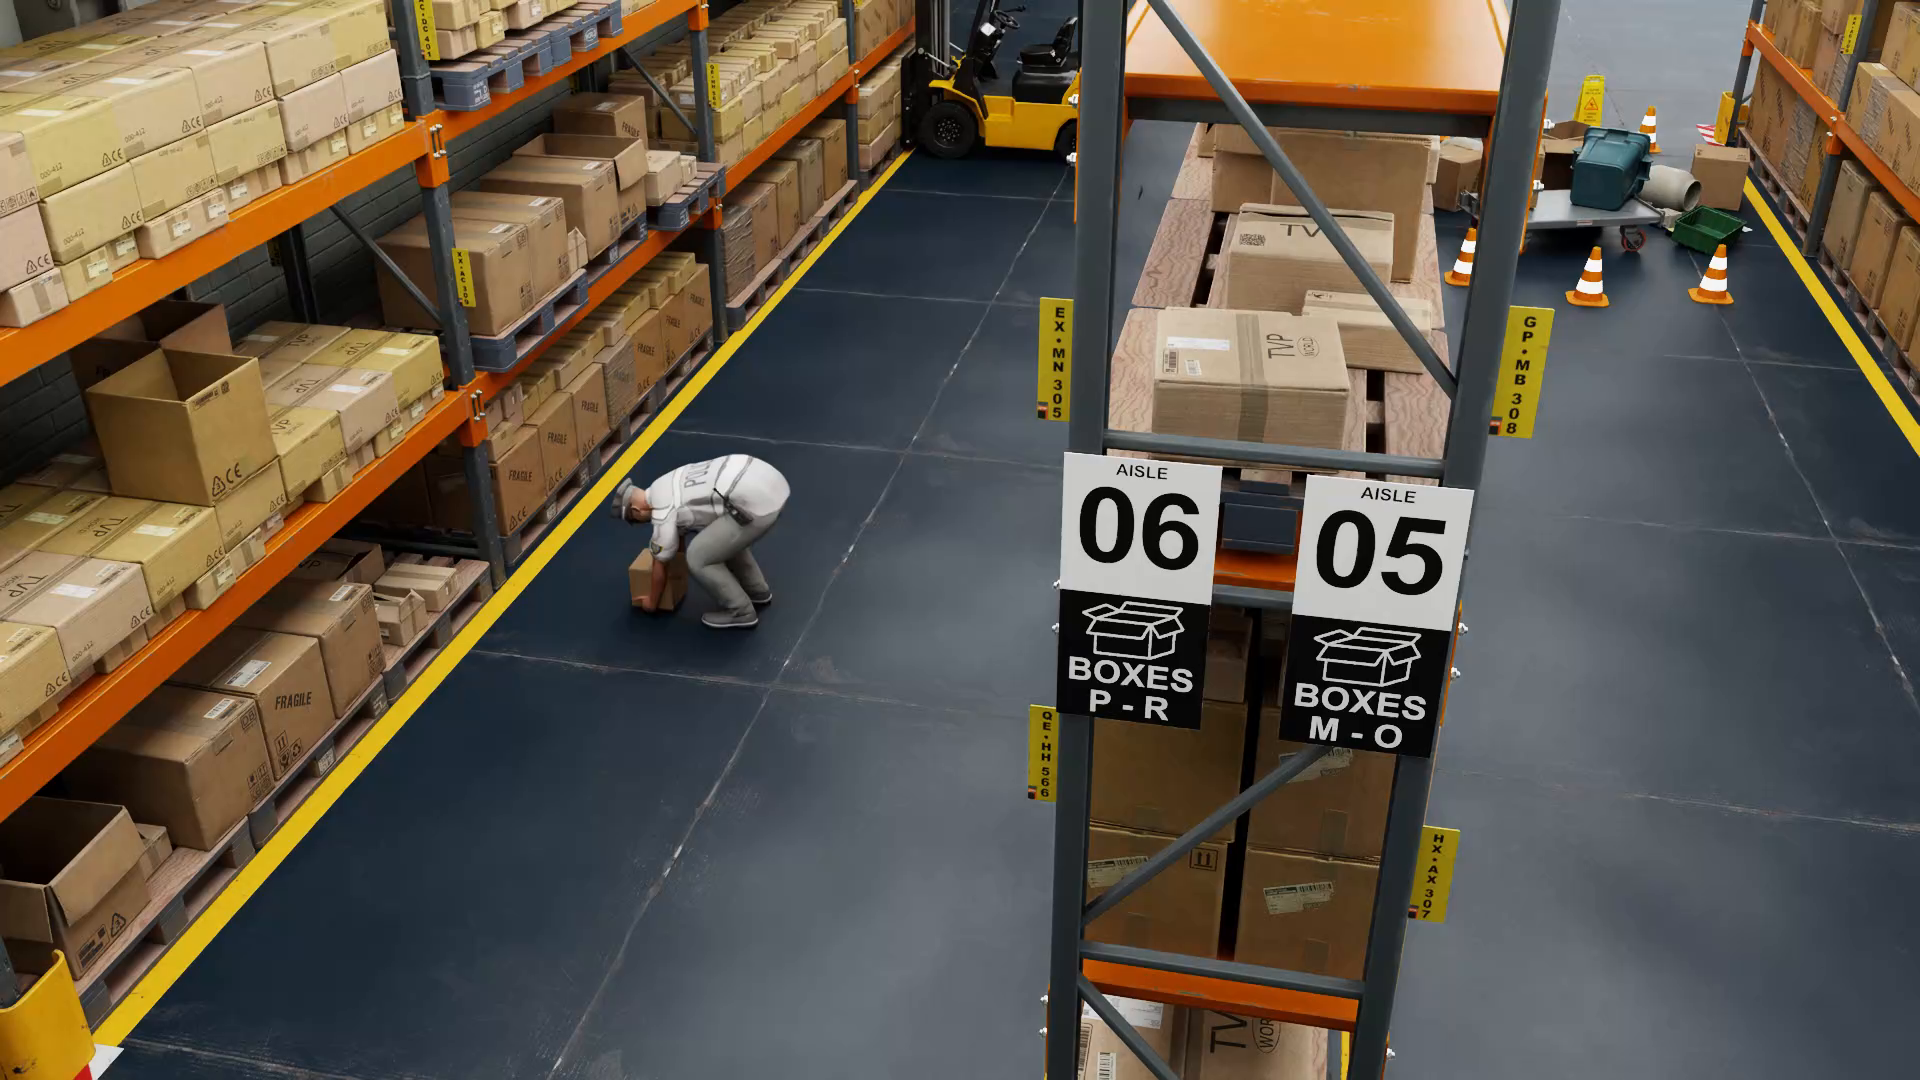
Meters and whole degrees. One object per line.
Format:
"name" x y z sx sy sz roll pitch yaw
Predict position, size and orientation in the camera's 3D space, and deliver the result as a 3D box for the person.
"person" -1.473 -0.018 9.470 1.023 0.964 0.538 5 29 8
